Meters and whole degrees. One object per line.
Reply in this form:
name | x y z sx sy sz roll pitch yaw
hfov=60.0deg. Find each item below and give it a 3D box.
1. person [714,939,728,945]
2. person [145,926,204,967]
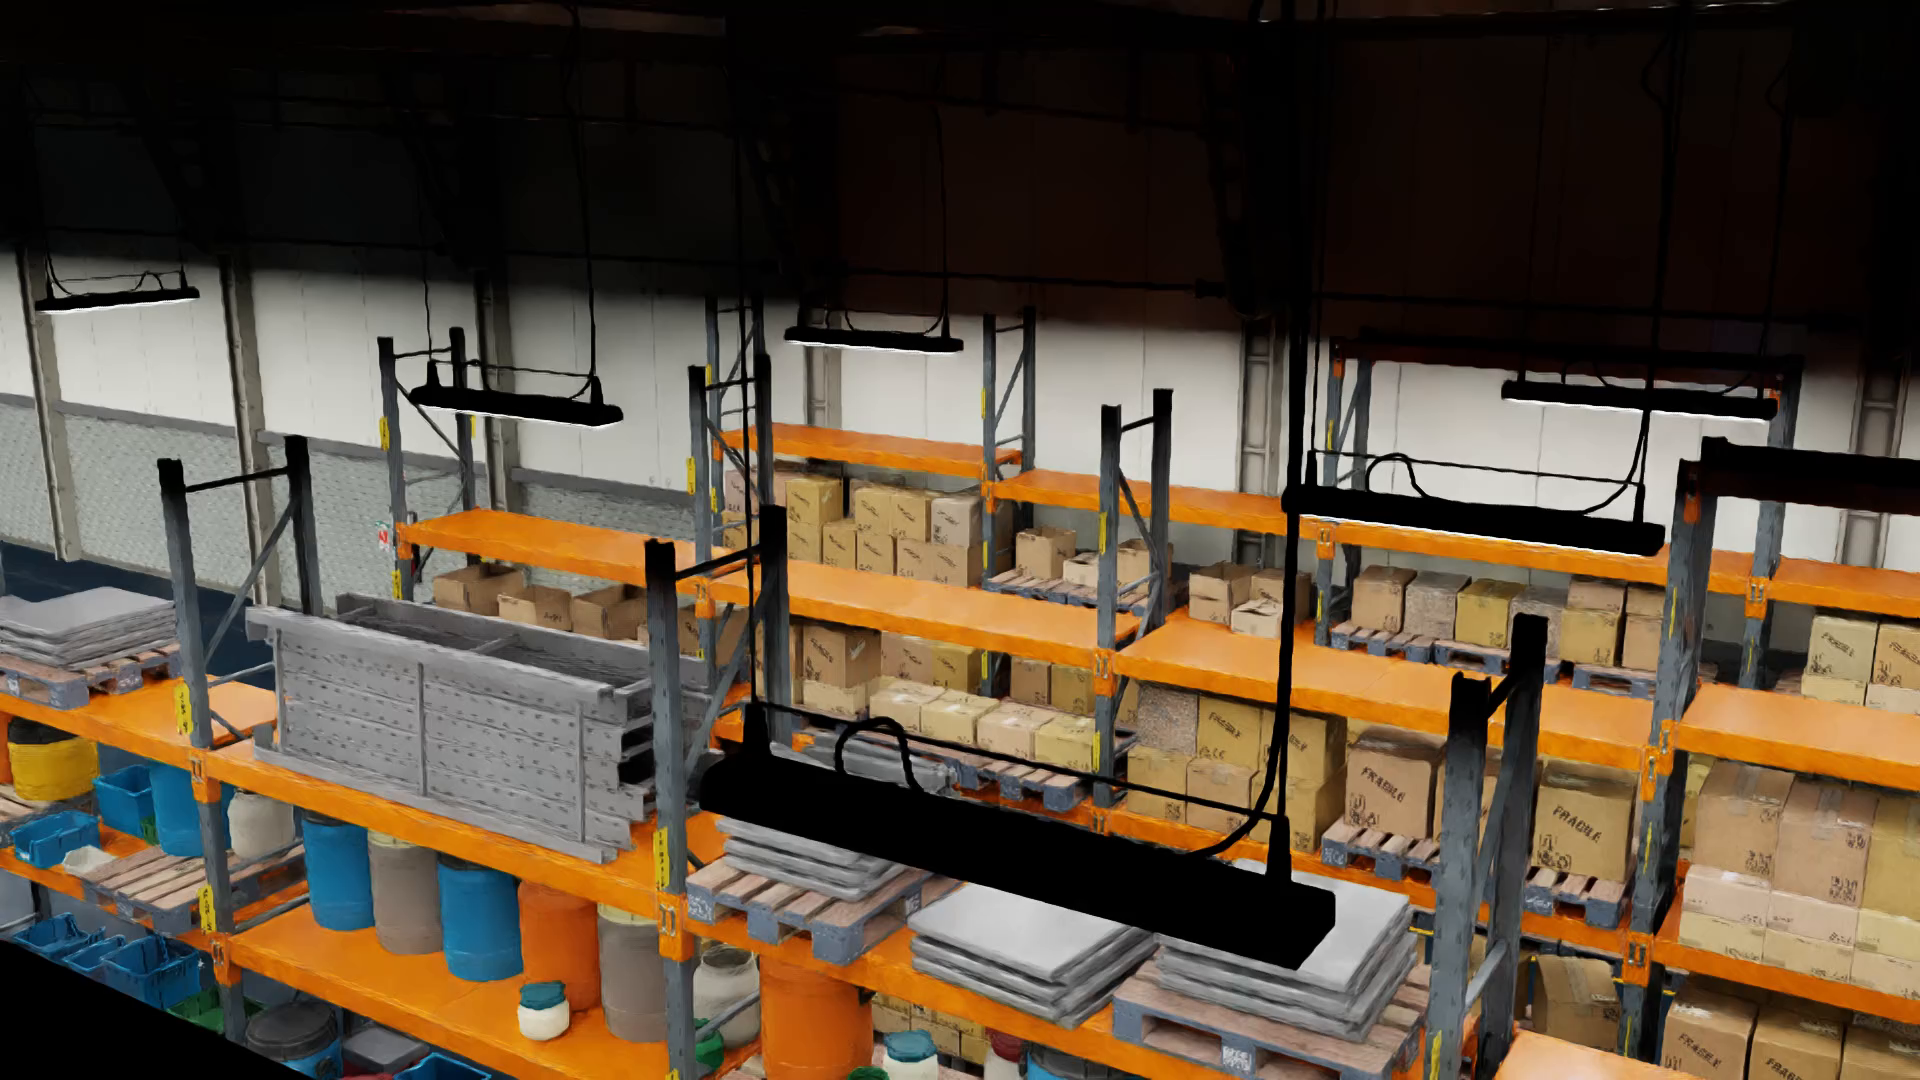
person | -1.819 3.903 13.897 0.863 1.690 0.700 4 14 15
person | -7.533 3.510 15.770 0.446 1.576 0.587 -3 14 -11
